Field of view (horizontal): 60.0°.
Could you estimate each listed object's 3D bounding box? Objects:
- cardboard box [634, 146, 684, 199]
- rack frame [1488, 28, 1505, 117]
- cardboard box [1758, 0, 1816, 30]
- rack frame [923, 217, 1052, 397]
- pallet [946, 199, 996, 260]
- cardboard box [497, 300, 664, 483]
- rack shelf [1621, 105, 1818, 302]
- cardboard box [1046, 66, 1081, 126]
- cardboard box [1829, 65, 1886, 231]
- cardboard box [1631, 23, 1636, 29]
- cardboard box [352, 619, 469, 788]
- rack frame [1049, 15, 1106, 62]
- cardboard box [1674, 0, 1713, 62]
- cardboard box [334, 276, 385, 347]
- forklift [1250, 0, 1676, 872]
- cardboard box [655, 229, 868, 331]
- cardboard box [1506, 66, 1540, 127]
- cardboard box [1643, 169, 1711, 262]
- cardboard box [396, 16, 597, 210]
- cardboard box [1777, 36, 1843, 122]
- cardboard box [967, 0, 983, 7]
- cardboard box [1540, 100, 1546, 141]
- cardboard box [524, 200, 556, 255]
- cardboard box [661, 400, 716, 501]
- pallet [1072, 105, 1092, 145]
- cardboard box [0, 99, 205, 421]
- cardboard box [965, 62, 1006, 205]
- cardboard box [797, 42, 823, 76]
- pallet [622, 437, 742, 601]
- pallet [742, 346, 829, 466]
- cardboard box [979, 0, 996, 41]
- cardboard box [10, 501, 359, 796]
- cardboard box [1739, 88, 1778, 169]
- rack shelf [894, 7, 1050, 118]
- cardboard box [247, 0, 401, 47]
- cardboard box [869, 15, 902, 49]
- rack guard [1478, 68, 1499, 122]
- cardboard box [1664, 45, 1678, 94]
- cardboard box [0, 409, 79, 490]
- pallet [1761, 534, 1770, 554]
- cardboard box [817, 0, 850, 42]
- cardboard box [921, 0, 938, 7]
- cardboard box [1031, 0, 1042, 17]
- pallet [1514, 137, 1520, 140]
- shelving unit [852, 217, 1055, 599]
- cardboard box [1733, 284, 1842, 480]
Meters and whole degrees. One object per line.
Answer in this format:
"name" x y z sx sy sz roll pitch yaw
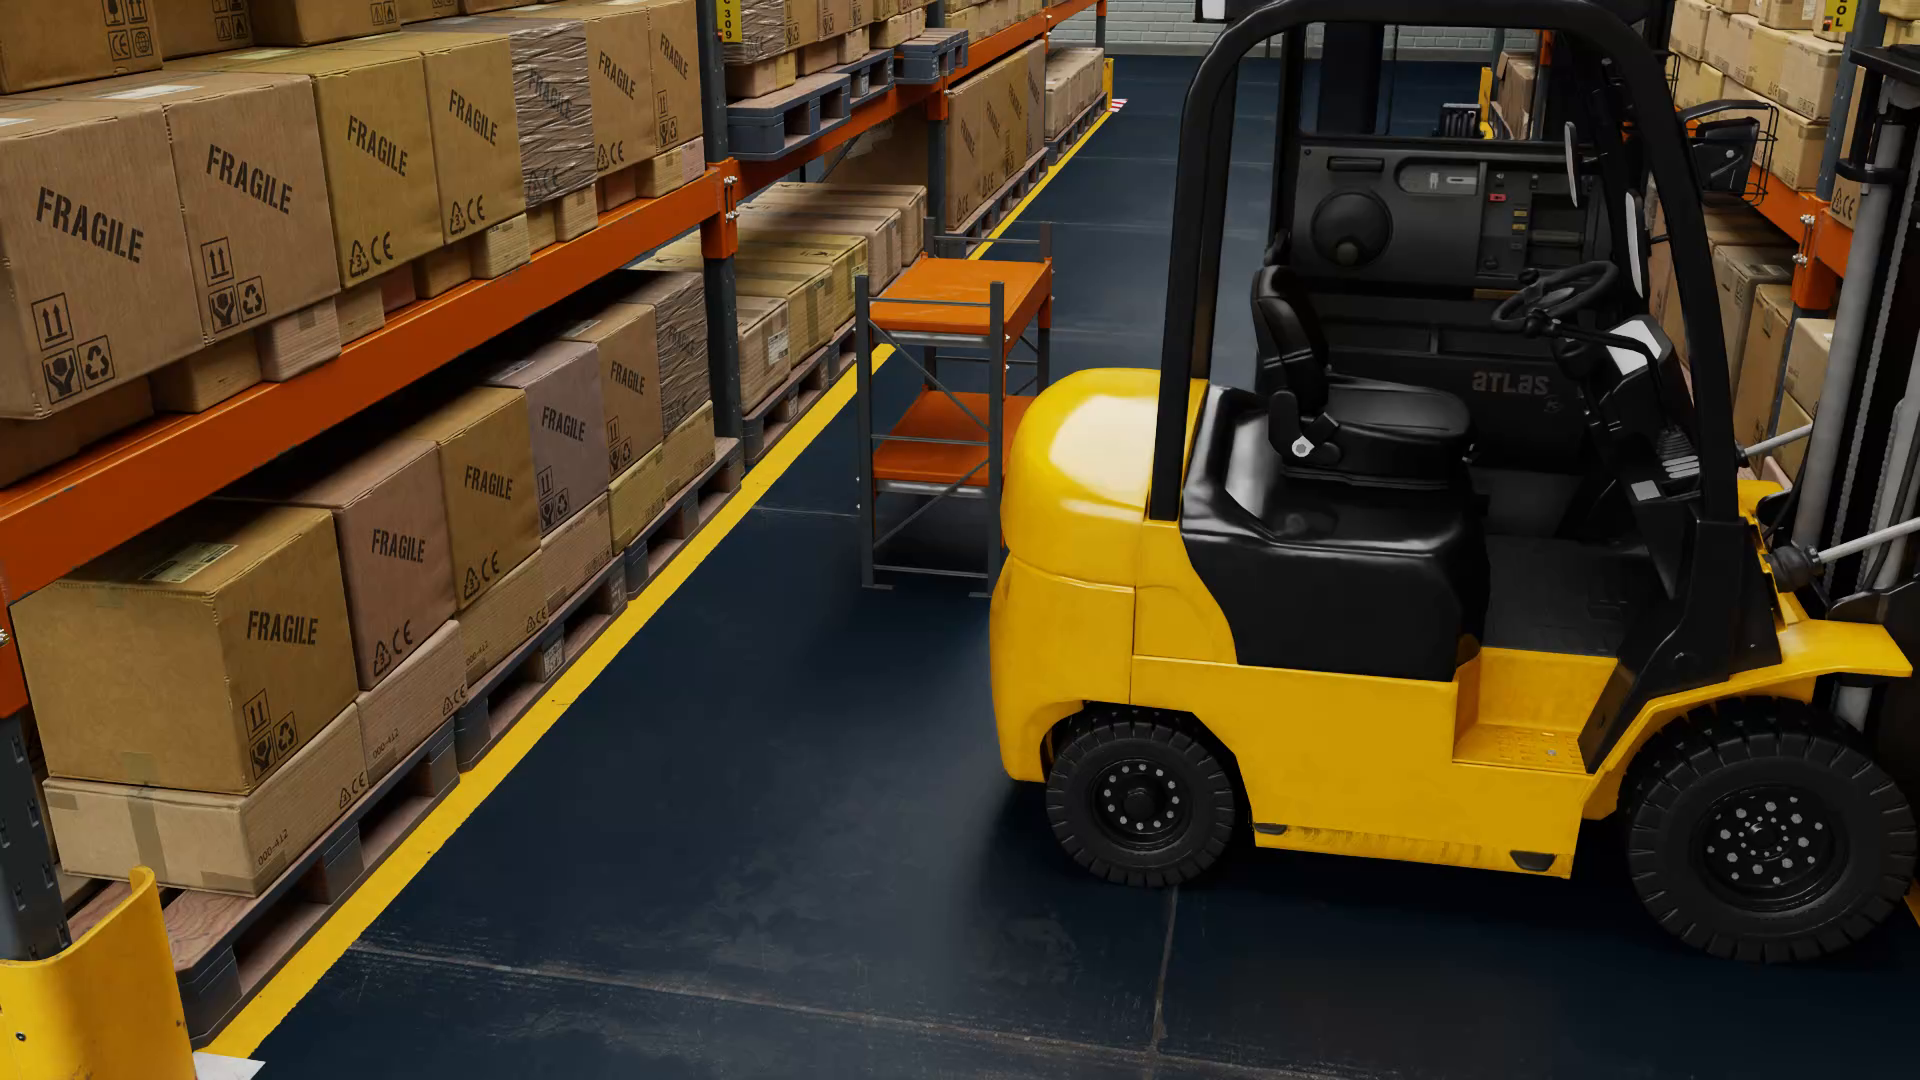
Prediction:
"cardboard box" -1.220 -1.331 5.979 0.380 0.149 0.250 5 22 12
"rack frame" 5.900 -5.691 16.470 1.000 3.000 0.127 4 22 11
"cardboard box" 3.364 -2.079 6.500 0.380 0.149 0.250 4 22 9
"rack frame" 0.105 -0.710 6.611 0.500 1.125 0.032 4 22 11
"pallet" -0.358 -2.132 11.364 1.003 0.211 1.213 4 22 11
"cardboard box" -1.369 -0.524 5.754 0.500 0.500 0.500 5 22 12
"rack shelf" 3.859 -1.701 7.524 1.077 0.370 4.000 4 22 11
"cardboard box" 0.639 -4.161 15.537 0.875 0.438 0.875 4 22 9
"cardboard box" 3.105 -1.207 5.201 0.500 0.500 0.500 4 22 9
"cardboard box" 4.026 -3.113 9.843 0.380 0.149 0.250 5 22 12
"cardboard box" -1.678 0.404 4.455 0.500 0.250 0.500 5 23 13
"rack frame" 1.040 -6.068 17.406 1.000 3.000 0.127 4 22 11
"cardboard box" 3.710 -2.411 7.857 0.500 0.250 0.500 4 22 10
"cardboard box" -1.665 -0.580 4.114 0.380 0.149 0.250 5 22 12
"forklift" 1.433 -0.965 4.828 1.130 2.935 3.031 6 23 14
"cardboard box" -1.021 -1.365 8.684 0.950 0.372 0.625 5 23 13
"cardboard box" 5.264 -4.015 15.091 0.500 0.500 0.500 5 22 12
"cardboard box" 4.127 -1.632 9.007 0.875 0.625 0.625 5 23 13
"cardboard box" -1.456 -1.304 5.044 0.500 0.500 0.500 5 22 12
"cardboard box" 3.301 -1.664 6.002 0.500 0.250 0.500 4 22 10
"cardboard box" -0.141 -3.660 10.959 0.500 0.250 0.500 5 22 12
"cardboard box" 4.765 -3.104 12.830 0.500 0.500 0.500 5 23 13
"cardboard box" -1.462 -0.959 5.057 0.380 0.149 0.250 4 22 10
"cardboard box" -1.266 -0.362 6.357 0.500 0.250 0.500 5 23 13
"pallet" 0.702 -4.032 16.082 1.003 0.211 1.213 4 22 11
"cardboard box" -1.857 -0.553 3.180 0.500 0.500 0.500 4 22 10
"cardboard box" -0.184 -2.924 11.881 0.875 0.875 0.875 5 22 12
"cardboard box" -0.851 -2.227 7.642 0.380 0.149 0.250 5 22 12
"pallet" -1.511 -0.138 6.414 1.003 0.211 1.213 4 22 11
"pallet" -1.251 -0.671 7.738 1.003 0.211 1.213 4 22 11
"cardboard box" -0.046 -3.614 11.511 0.500 0.250 0.500 5 23 13
"cardboard box" -1.786 0.233 3.874 0.500 0.500 0.500 4 22 9
"cardboard box" 3.395 -1.622 6.566 0.500 0.250 0.500 4 22 11
"rack shelf" -0.185 -3.540 12.092 1.077 0.370 4.000 4 22 11
"cardboard box" -1.983 -1.619 4.489 0.700 0.500 0.500 4 22 11
"cardboard box" -0.522 -2.691 8.794 0.380 0.149 0.250 5 22 12
"rack guard" 5.884 -4.504 16.868 1.175 0.500 0.348 4 22 11
"cardboard box" 3.830 -2.369 8.421 0.500 0.250 0.500 4 22 10
"cardboard box" -1.953 -0.209 3.193 0.380 0.149 0.250 5 22 11
"pallet" 3.248 0.278 5.380 1.003 0.211 1.213 4 22 11
"cardboard box" -0.817 -2.572 7.629 0.500 0.500 0.500 4 22 11
"cardboard box" -0.413 -3.334 9.524 0.500 0.500 0.500 4 22 9
"cardboard box" 0.379 -4.353 13.347 0.500 0.250 0.500 4 22 10
"pallet" 5.225 -3.186 13.982 1.003 0.211 1.213 4 22 11
"shelving unit" 0.001 -0.524 6.150 0.538 1.125 1.048 4 22 11
"cardboard box" 3.547 -0.588 6.414 0.875 0.625 0.625 5 23 13
